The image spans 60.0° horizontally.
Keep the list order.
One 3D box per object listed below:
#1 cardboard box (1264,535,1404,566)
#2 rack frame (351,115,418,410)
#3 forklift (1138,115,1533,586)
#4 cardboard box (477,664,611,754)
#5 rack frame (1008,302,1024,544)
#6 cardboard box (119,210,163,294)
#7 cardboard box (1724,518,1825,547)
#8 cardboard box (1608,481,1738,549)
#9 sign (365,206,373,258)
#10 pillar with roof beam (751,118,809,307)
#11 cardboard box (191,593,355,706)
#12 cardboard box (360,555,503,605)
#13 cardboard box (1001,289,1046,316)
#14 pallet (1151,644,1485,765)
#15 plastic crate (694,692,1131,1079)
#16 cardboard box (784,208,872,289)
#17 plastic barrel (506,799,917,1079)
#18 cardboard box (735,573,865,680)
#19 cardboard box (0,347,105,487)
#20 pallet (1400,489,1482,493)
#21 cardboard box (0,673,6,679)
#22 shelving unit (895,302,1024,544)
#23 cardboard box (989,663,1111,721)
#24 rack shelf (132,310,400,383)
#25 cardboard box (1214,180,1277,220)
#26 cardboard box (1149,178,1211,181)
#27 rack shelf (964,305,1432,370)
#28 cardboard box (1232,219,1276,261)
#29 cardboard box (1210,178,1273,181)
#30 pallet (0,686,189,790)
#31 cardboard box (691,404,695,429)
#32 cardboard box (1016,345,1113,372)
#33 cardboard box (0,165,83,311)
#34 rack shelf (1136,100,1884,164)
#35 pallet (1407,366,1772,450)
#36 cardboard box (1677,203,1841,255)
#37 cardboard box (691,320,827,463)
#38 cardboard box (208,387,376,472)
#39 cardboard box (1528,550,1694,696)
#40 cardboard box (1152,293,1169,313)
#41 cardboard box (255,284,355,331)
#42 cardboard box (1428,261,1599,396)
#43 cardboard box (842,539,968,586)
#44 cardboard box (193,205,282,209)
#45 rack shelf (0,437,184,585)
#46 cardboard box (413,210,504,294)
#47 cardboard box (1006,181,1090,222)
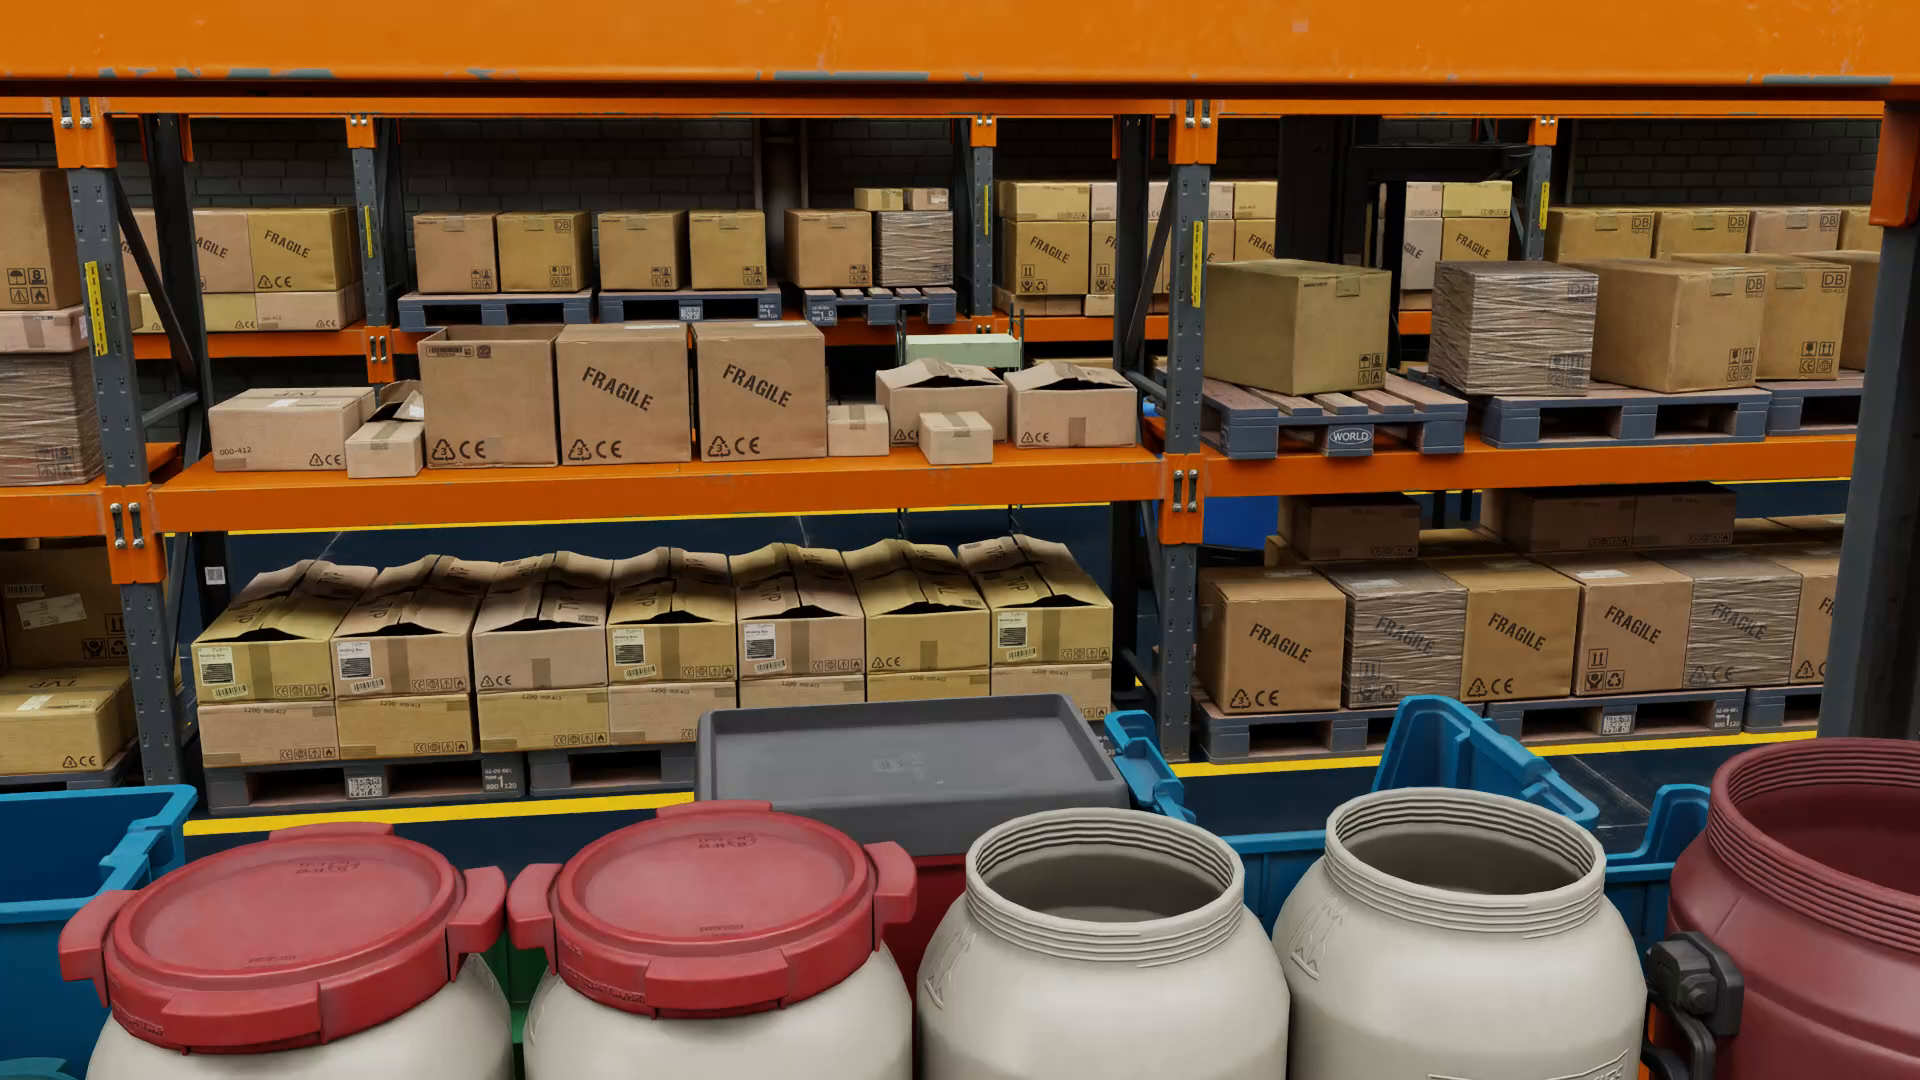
[{"bbox_3d":[1.717,0.274,7.698,0.500,0.500,0.500,-2,14,-6],"label":"cardboard box"},{"bbox_3d":[-3.869,-1.681,11.260,0.127,3.000,1.000,-2,14,-8],"label":"rack frame"},{"bbox_3d":[2.500,-1.108,9.116,3.031,2.935,1.130,7,15,24],"label":"forklift"},{"bbox_3d":[-1.675,0.647,6.763,0.500,0.250,0.500,-3,14,-10],"label":"cardboard box"},{"bbox_3d":[0.355,-0.740,10.591,0.023,1.500,0.400,-2,14,-8],"label":"rack frame"},{"bbox_3d":[-5.283,-1.855,10.680,0.500,0.500,0.500,-3,14,-10],"label":"cardboard box"},{"bbox_3d":[3.743,0.200,7.992,0.500,0.500,0.500,-2,14,-7],"label":"cardboard box"},{"bbox_3d":[3.280,-0.149,7.844,0.500,0.250,0.500,-2,14,-8],"label":"cardboard box"},{"bbox_3d":[-3.781,-1.971,10.635,0.005,0.325,0.100,-2,14,-8],"label":"sign"},{"bbox_3d":[-0.687,-3.862,7.621,0.400,9.000,9.100,-2,14,-8],"label":"pillar with roof beam"},{"bbox_3d":[-2.682,0.413,6.545,0.500,0.311,0.500,-2,14,-8],"label":"cardboard box"},{"bbox_3d":[-2.256,0.264,7.139,0.500,0.311,0.500,-2,14,-7],"label":"cardboard box"},{"bbox_3d":[0.446,-1.670,11.692,0.250,0.149,0.380,-2,14,-9],"label":"cardboard box"},{"bbox_3d":[1.572,0.700,7.498,1.213,0.211,1.003,-2,14,-8],"label":"pallet"},{"bbox_3d":[-0.082,0.511,2.388,0.583,0.464,0.402,-2,14,-8],"label":"plastic crate"},{"bbox_3d":[-0.926,-2.042,11.588,0.500,0.500,0.700,-3,14,-14],"label":"cardboard box"},{"bbox_3d":[-0.261,0.612,1.838,0.433,0.535,0.433,0,14,0],"label":"plastic barrel"},{"bbox_3d":[-0.666,0.339,6.839,0.500,0.311,0.500,-2,14,-9],"label":"cardboard box"},{"bbox_3d":[-3.566,-0.521,6.427,0.500,0.500,0.700,-2,14,-10],"label":"cardboard box"},{"bbox_3d":[3.290,-0.573,12.571,1.213,0.211,1.003,-2,14,-8],"label":"pallet"},{"bbox_3d":[-4.050,0.725,6.453,0.500,0.250,0.500,-2,14,-8],"label":"cardboard box"},{"bbox_3d":[-0.007,-0.727,10.538,0.755,1.500,0.431,-2,14,-8],"label":"shelving unit"},{"bbox_3d":[0.344,0.573,7.061,0.500,0.250,0.500,-2,14,-7],"label":"cardboard box"},{"bbox_3d":[-5.847,-1.260,11.059,4.000,0.370,1.077,-2,14,-8],"label":"rack shelf"},{"bbox_3d":[2.102,-2.406,11.749,0.500,0.250,0.500,-2,14,-9],"label":"cardboard box"},{"bbox_3d":[1.516,-2.507,12.153,0.500,0.250,0.500,-2,14,-10],"label":"cardboard box"},{"bbox_3d":[2.064,-1.550,12.215,4.000,0.370,1.077,-2,14,-8],"label":"rack shelf"},{"bbox_3d":[2.128,-2.040,11.832,0.500,0.500,0.500,-2,14,-7],"label":"cardboard box"},{"bbox_3d":[2.020,-2.526,12.227,0.500,0.250,0.500,-2,14,-10],"label":"cardboard box"},{"bbox_3d":[-3.920,0.881,6.774,1.213,0.211,1.003,-2,14,-8],"label":"pallet"},{"bbox_3d":[-2.130,-0.753,11.791,0.500,0.500,0.700,-2,14,-8],"label":"cardboard box"},{"bbox_3d":[0.833,-0.982,12.029,0.750,0.750,0.750,-2,14,-9],"label":"cardboard box"},{"bbox_3d":[-3.566,-1.150,6.269,0.500,0.500,0.700,-2,14,-8],"label":"cardboard box"},{"bbox_3d":[2.805,-1.813,7.099,4.000,0.370,1.077,-2,14,-8],"label":"rack shelf"},{"bbox_3d":[2.750,-0.613,7.396,1.213,0.211,1.003,-2,14,-8],"label":"pallet"},{"bbox_3d":[6.021,-2.186,12.657,0.700,0.700,0.980,-3,14,-11],"label":"cardboard box"},{"bbox_3d":[-0.829,-0.619,6.817,0.500,0.500,0.500,-3,14,-11],"label":"cardboard box"},{"bbox_3d":[-2.647,-0.446,6.641,0.500,0.250,0.500,-1,14,-5],"label":"cardboard box"},{"bbox_3d":[2.849,0.359,7.359,0.500,0.500,0.500,-3,14,-10],"label":"cardboard box"},{"bbox_3d":[1.458,-1.717,11.877,0.250,0.149,0.380,-2,14,-7],"label":"cardboard box"},{"bbox_3d":[-4.293,-1.528,10.917,0.500,0.250,0.500,-2,14,-8],"label":"cardboard box"},{"bbox_3d":[2.366,-0.924,7.172,0.500,0.500,0.700,1,14,2],"label":"cardboard box"},{"bbox_3d":[-0.252,0.192,7.424,0.500,0.311,0.500,-2,14,-10],"label":"cardboard box"},{"bbox_3d":[-4.877,-1.997,11.246,0.500,0.500,0.500,-2,14,-9],"label":"cardboard box"},{"bbox_3d":[-5.105,-0.069,6.308,4.000,0.370,1.077,-2,14,-8],"label":"rack shelf"},{"bbox_3d":[-3.361,-1.954,11.235,0.500,0.500,0.700,-2,14,-8],"label":"cardboard box"},{"bbox_3d":[0.602,-2.348,11.518,0.500,0.250,0.500,-2,14,-7],"label":"cardboard box"}]
